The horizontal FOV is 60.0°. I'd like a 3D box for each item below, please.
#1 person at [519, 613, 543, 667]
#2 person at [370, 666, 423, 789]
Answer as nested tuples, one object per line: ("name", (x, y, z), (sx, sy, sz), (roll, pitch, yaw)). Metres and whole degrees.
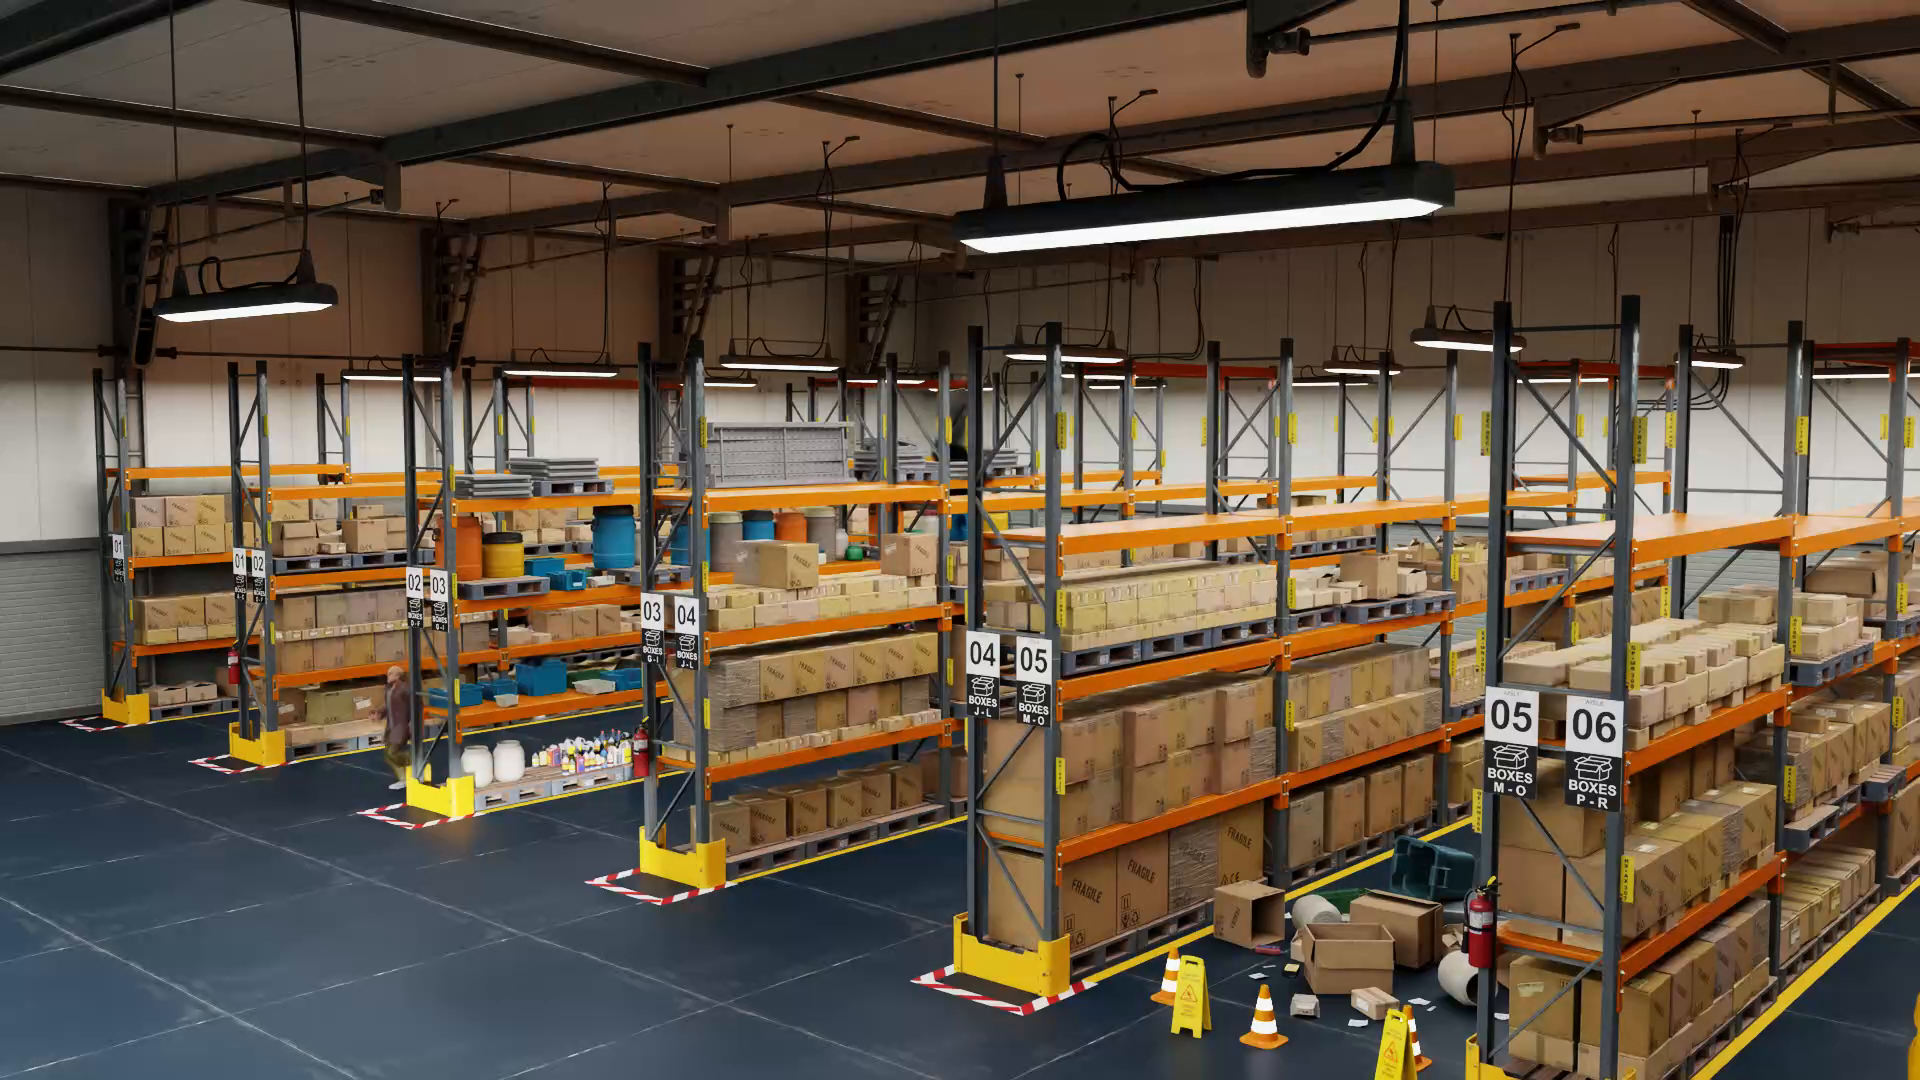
("person", (-7.852, 2.163, 30.714), (0.529, 1.497, 0.667), (4, 6, 40))
("person", (-7.809, 2.604, 23.104), (0.718, 1.729, 0.655), (3, 5, 39))
